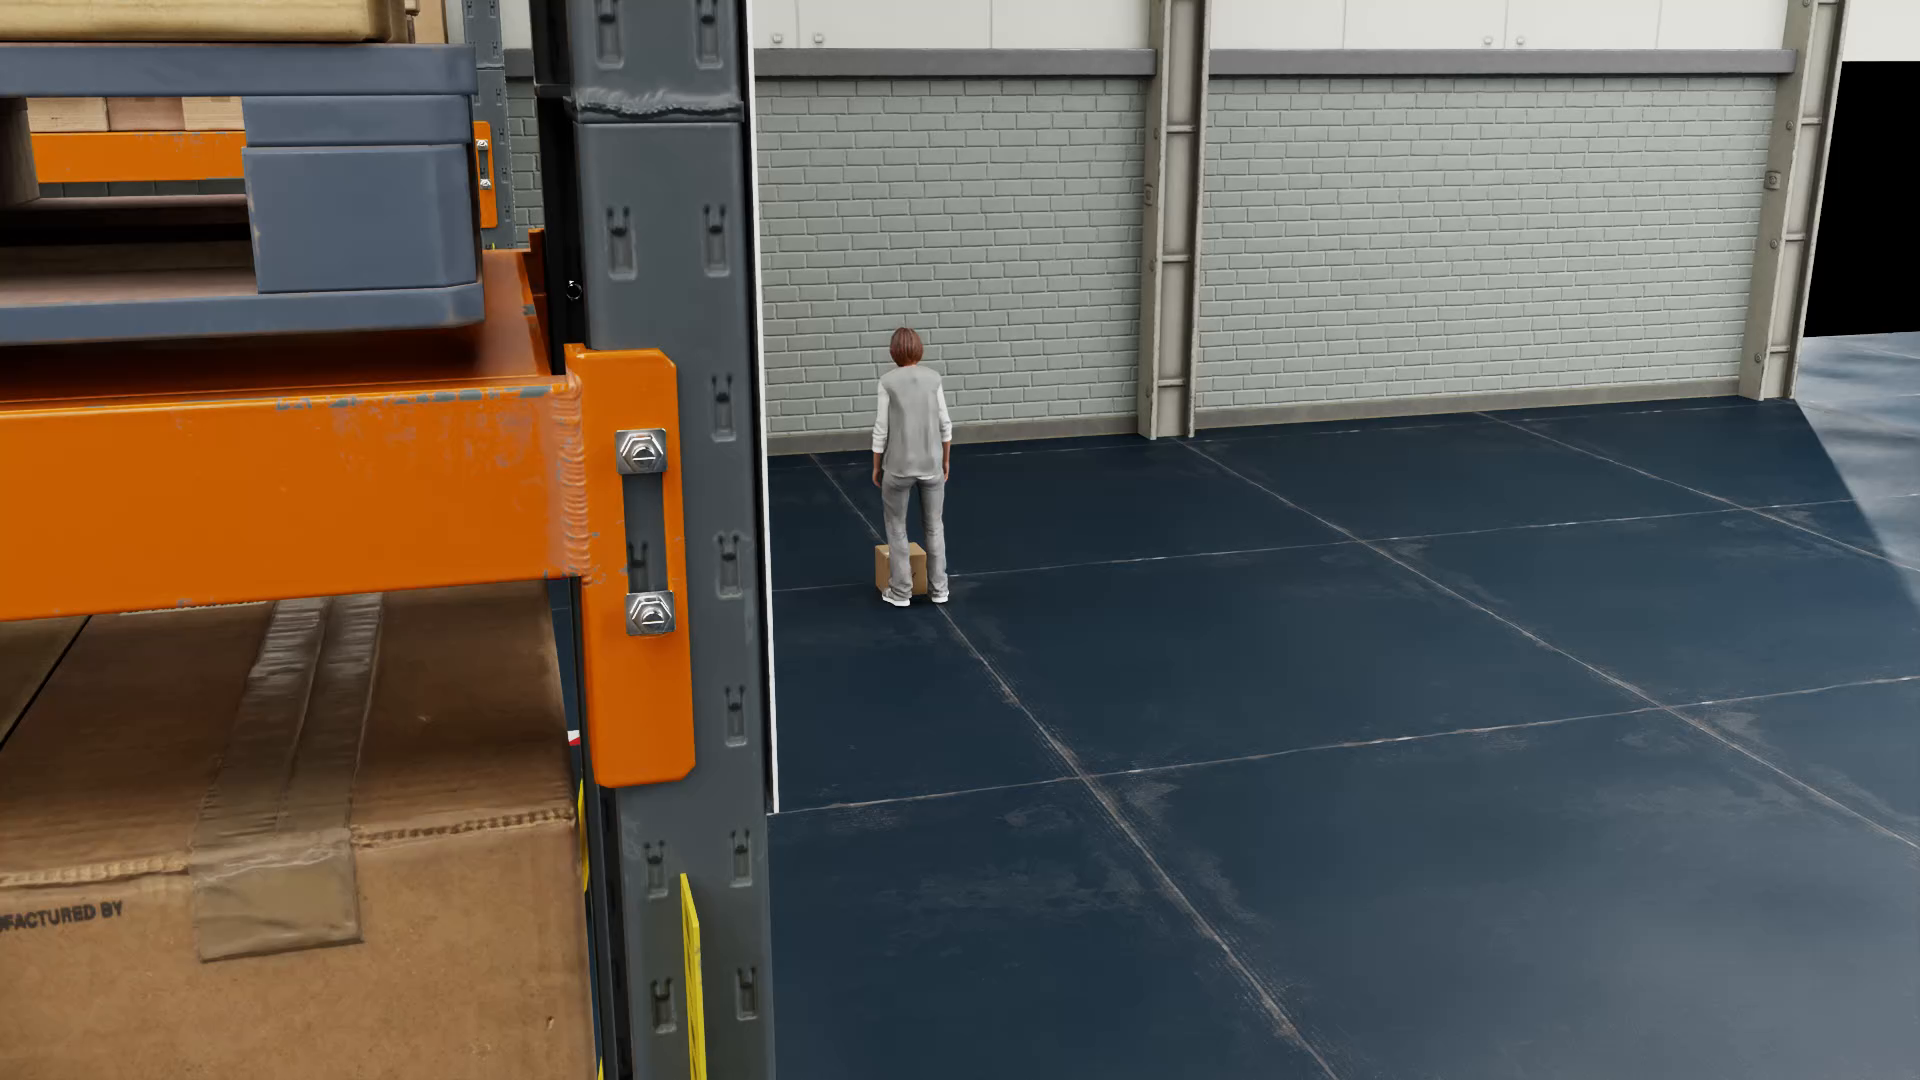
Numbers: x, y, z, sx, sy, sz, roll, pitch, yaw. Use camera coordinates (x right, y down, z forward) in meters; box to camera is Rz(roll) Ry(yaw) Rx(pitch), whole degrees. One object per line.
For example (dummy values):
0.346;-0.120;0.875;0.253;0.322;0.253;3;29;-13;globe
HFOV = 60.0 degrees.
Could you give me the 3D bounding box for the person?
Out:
-0.271;-0.404;9.438;0.465;1.593;0.348;-5;17;-16;person
